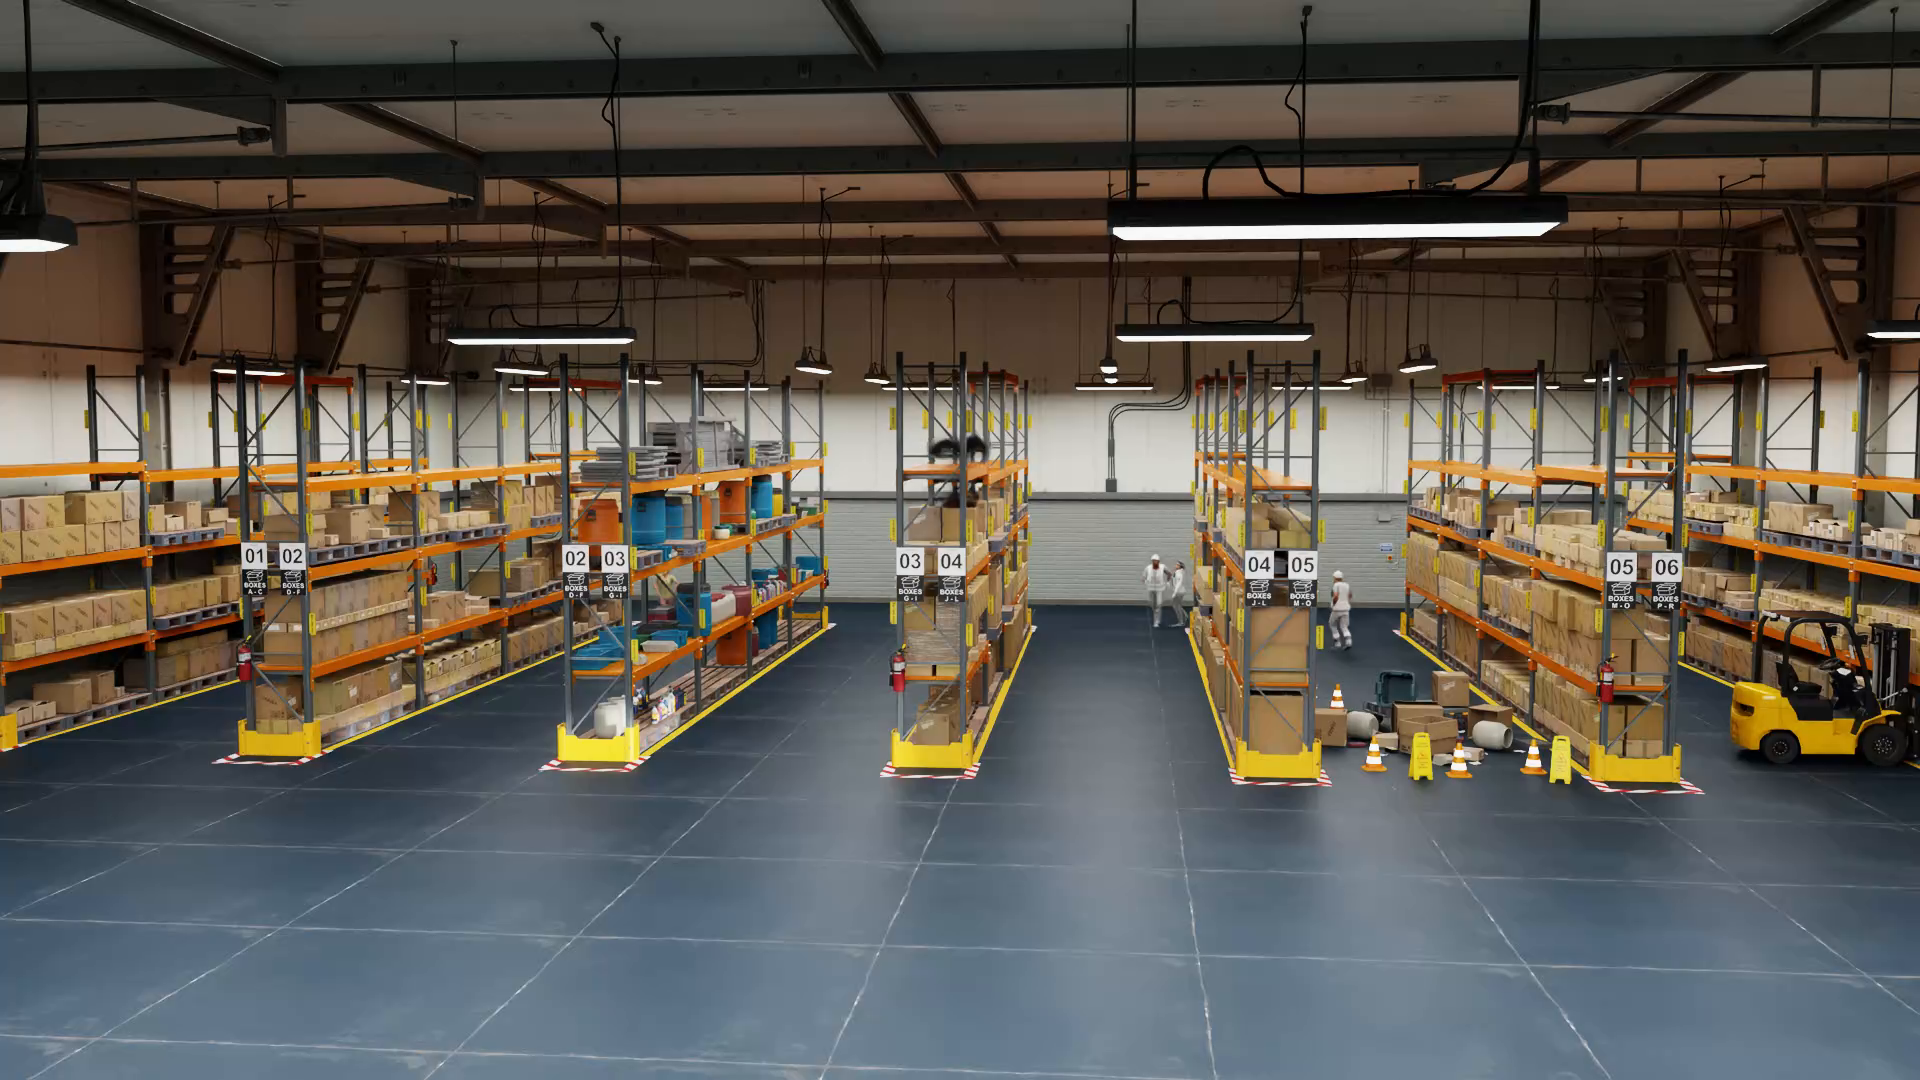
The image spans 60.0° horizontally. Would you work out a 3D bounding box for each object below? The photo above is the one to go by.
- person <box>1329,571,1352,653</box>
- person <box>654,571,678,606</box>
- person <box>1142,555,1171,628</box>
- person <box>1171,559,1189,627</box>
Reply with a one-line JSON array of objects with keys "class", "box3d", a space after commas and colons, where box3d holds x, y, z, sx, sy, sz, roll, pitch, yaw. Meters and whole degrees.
[{"class": "person", "box3d": [8.317, 1.554, 36.031, 0.623, 1.749, 0.864, -1, 4, -20]}, {"class": "person", "box3d": [-6.996, 1.487, 39.667, 0.573, 1.405, 0.817, 0, 4, 4]}, {"class": "person", "box3d": [4.790, 1.215, 40.531, 0.666, 1.746, 1.062, 1, 4, 18]}, {"class": "person", "box3d": [5.351, 1.287, 40.561, 0.463, 1.665, 0.571, 1, 4, 18]}]
